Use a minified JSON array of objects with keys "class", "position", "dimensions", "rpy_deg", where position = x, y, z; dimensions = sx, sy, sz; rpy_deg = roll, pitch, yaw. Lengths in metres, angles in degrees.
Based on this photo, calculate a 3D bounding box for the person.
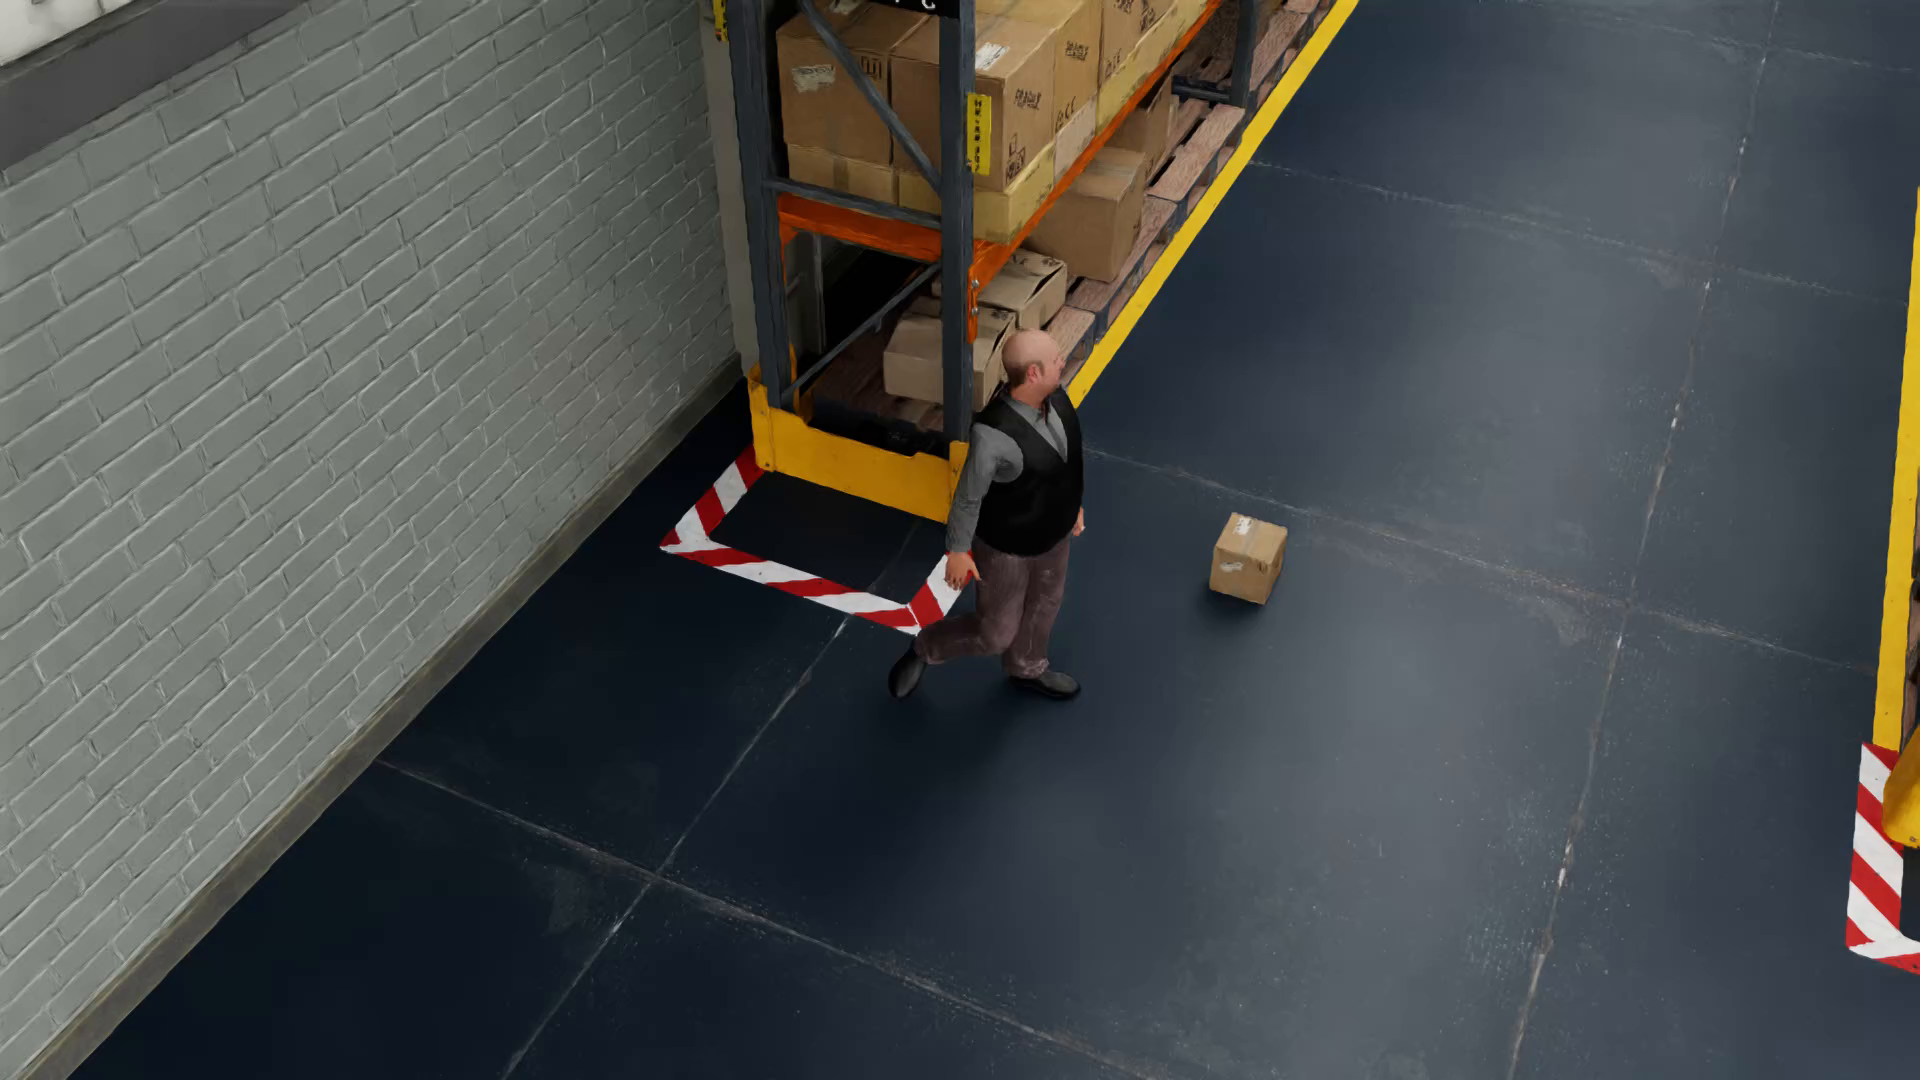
[{"class":"person","position":[0.129,-0.032,6.217],"dimensions":[0.612,1.721,0.722],"rpy_deg":[27,48,27]}]
